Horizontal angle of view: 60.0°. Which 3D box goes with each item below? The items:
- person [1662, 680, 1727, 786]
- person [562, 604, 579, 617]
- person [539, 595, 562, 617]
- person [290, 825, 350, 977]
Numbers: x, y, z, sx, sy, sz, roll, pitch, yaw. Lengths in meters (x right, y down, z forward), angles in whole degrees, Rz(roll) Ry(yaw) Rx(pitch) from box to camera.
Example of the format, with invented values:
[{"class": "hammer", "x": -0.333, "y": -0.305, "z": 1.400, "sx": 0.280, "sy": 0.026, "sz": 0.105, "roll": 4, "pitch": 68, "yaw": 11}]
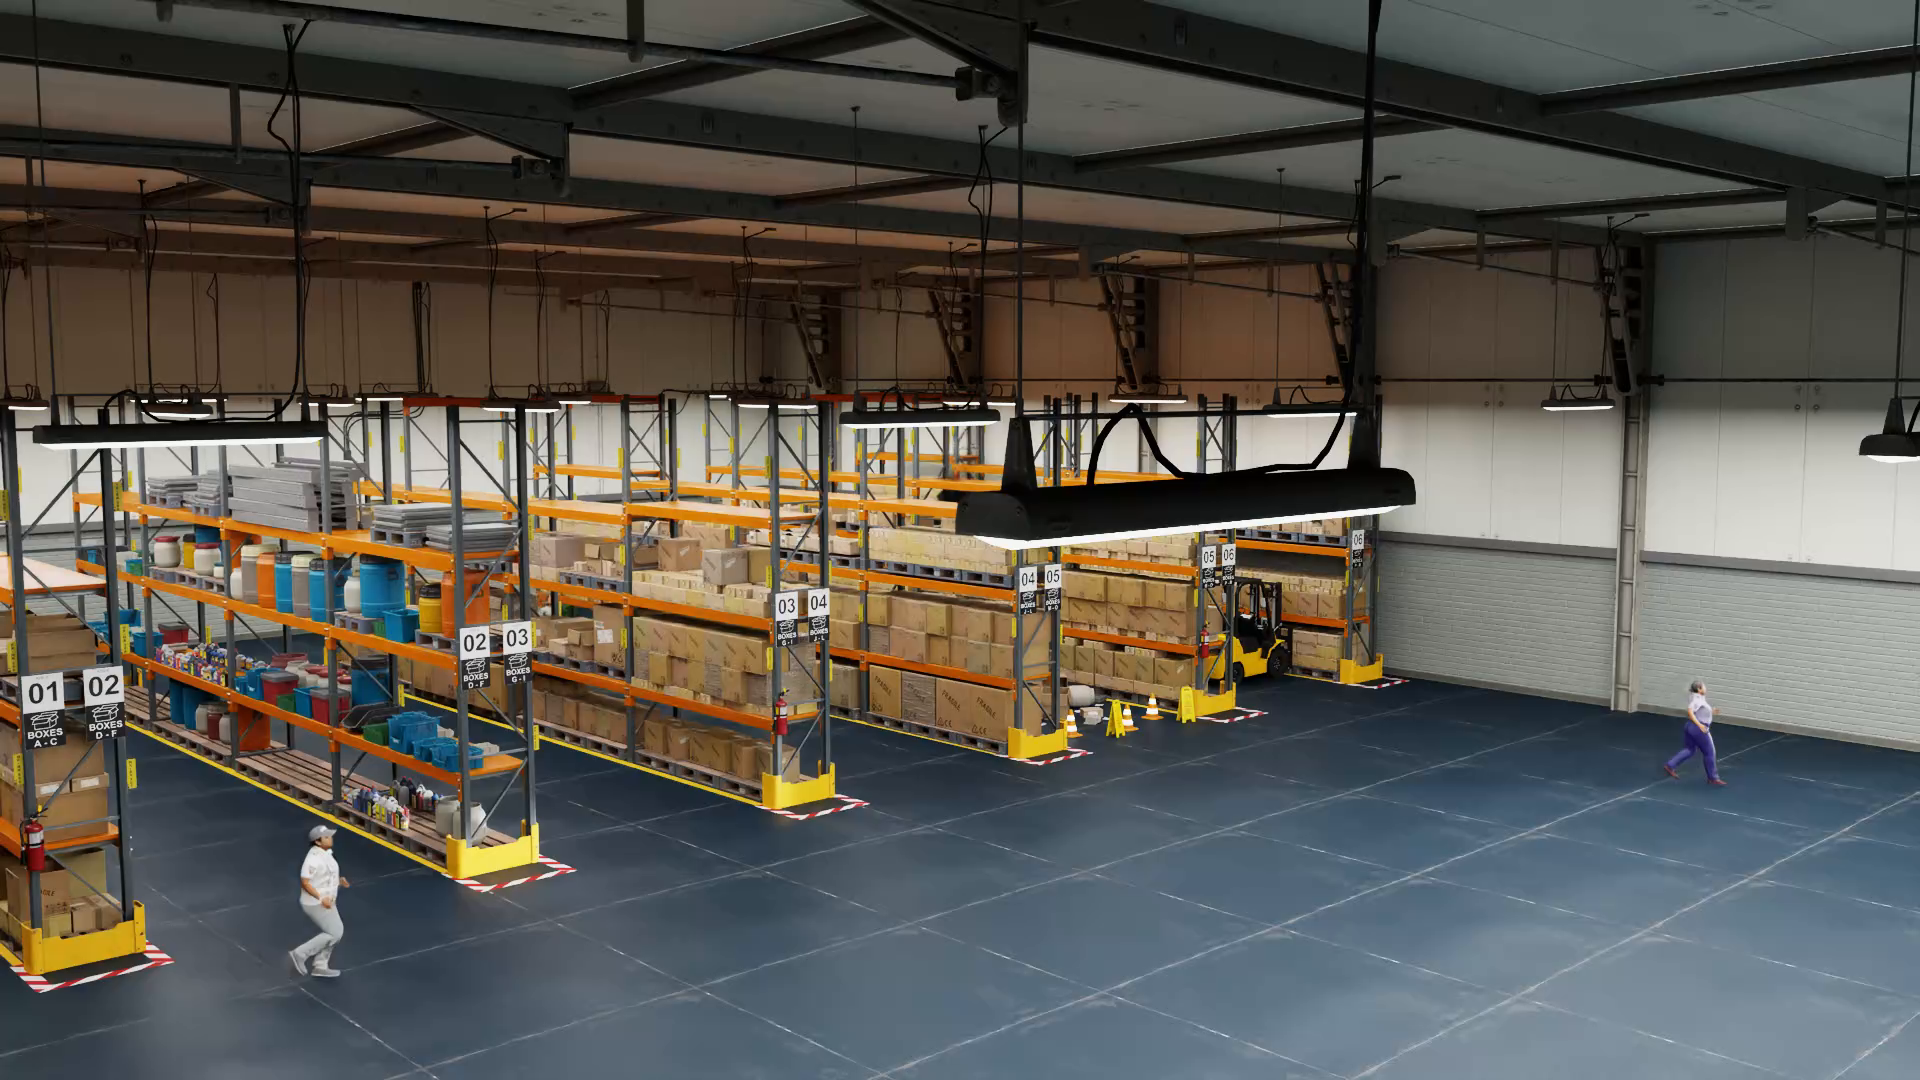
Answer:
[{"class": "person", "x": 11.485, "y": 2.991, "z": 25.923, "sx": 0.941, "sy": 1.636, "sz": 0.607, "roll": 0, "pitch": 6, "yaw": 5}, {"class": "person", "x": -9.767, "y": 1.406, "z": 41.516, "sx": 0.828, "sy": 1.819, "sz": 0.639, "roll": -5, "pitch": 8, "yaw": -44}, {"class": "person", "x": -8.955, "y": 2.008, "z": 36.394, "sx": 0.576, "sy": 1.662, "sz": 0.819, "roll": -4, "pitch": 7, "yaw": -37}, {"class": "person", "x": -6.784, "y": 3.835, "z": 17.622, "sx": 0.589, "sy": 1.627, "sz": 0.599, "roll": -1, "pitch": 6, "yaw": -15}]
